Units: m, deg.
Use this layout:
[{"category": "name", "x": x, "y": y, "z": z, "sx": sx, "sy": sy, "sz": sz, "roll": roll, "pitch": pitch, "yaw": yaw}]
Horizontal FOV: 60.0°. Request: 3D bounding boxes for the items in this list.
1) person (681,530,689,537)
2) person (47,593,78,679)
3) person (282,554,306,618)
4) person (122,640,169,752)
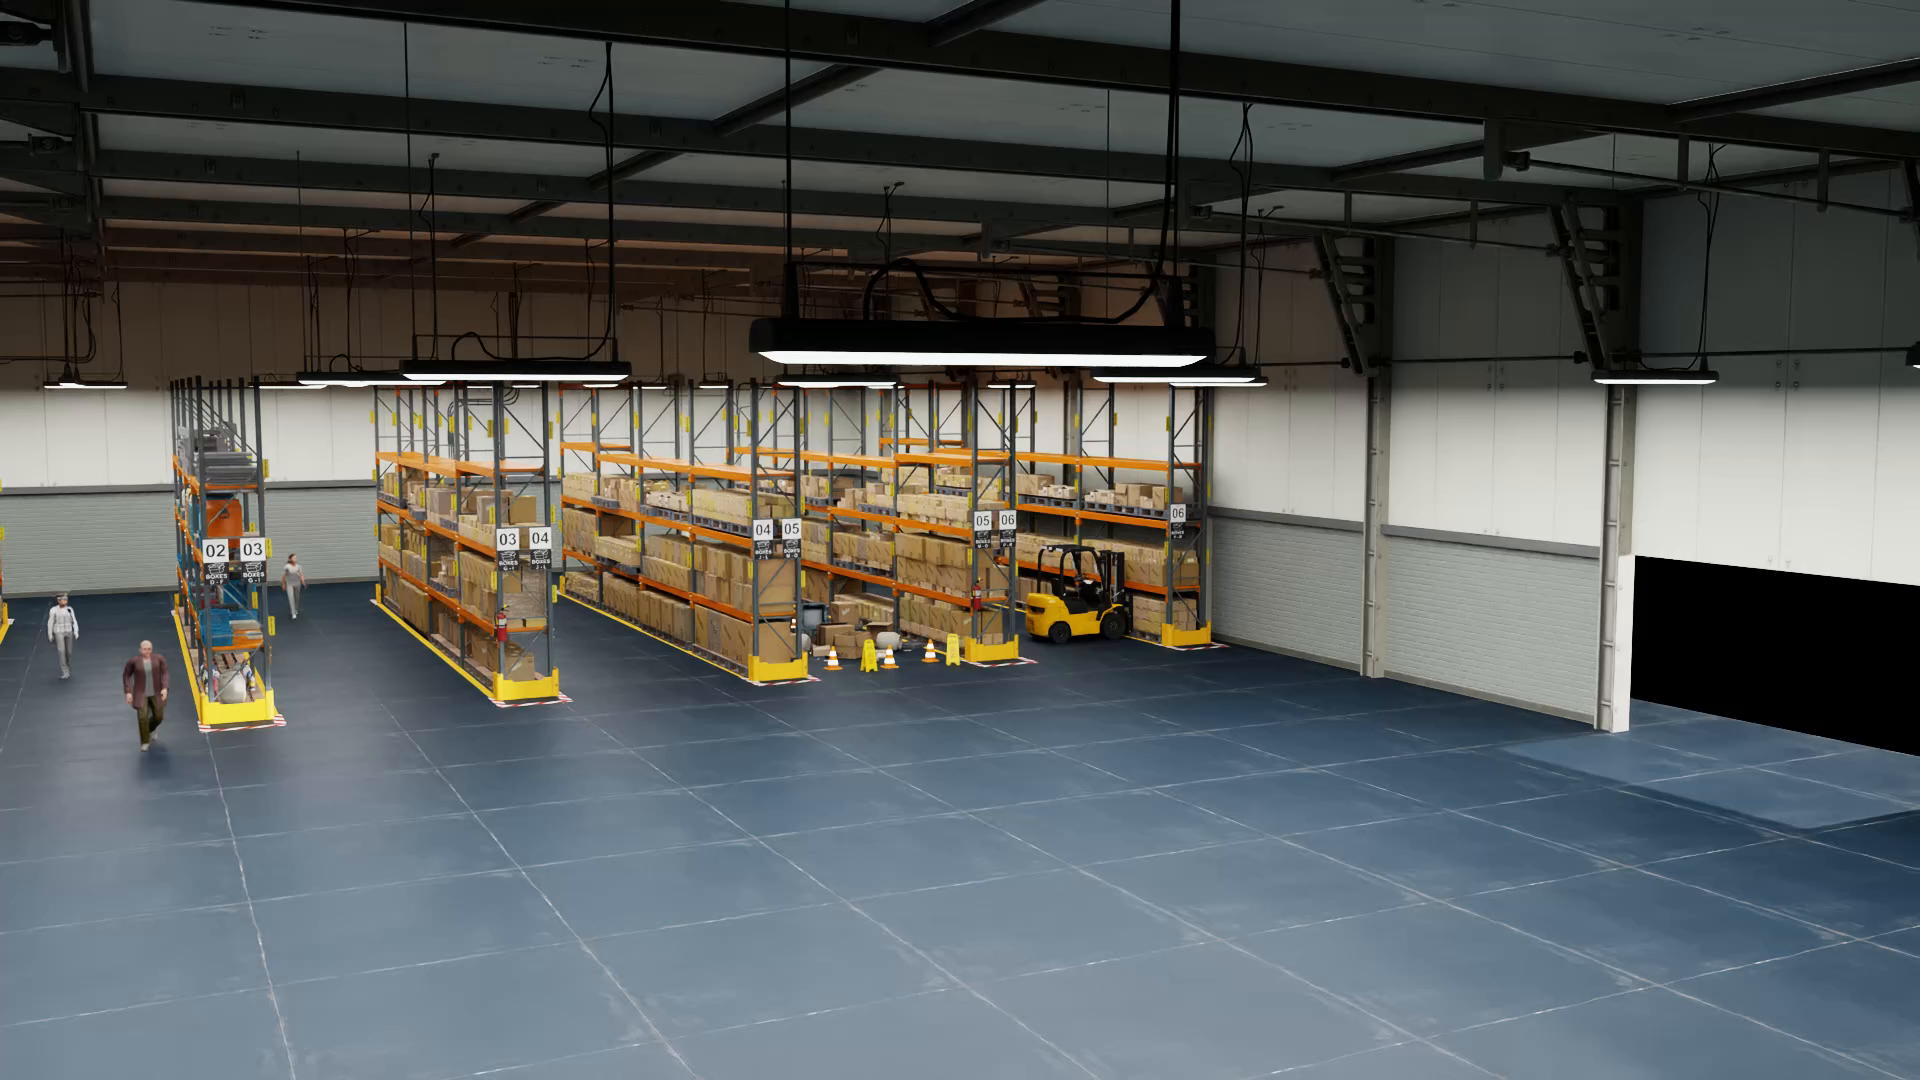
[{"category": "person", "x": -8.622, "y": 0.160, "z": 52.647, "sx": 0.607, "sy": 1.771, "sz": 0.875, "roll": 3, "pitch": 6, "yaw": 32}, {"category": "person", "x": -18.058, "y": 1.919, "z": 33.596, "sx": 0.734, "sy": 1.672, "sz": 0.516, "roll": 4, "pitch": 7, "yaw": 40}, {"category": "person", "x": -16.900, "y": 1.150, "z": 42.191, "sx": 0.548, "sy": 1.609, "sz": 1.058, "roll": -3, "pitch": 6, "yaw": -29}, {"category": "person", "x": -13.114, "y": 2.569, "z": 26.800, "sx": 0.667, "sy": 1.572, "sz": 0.752, "roll": -4, "pitch": 6, "yaw": -35}]
